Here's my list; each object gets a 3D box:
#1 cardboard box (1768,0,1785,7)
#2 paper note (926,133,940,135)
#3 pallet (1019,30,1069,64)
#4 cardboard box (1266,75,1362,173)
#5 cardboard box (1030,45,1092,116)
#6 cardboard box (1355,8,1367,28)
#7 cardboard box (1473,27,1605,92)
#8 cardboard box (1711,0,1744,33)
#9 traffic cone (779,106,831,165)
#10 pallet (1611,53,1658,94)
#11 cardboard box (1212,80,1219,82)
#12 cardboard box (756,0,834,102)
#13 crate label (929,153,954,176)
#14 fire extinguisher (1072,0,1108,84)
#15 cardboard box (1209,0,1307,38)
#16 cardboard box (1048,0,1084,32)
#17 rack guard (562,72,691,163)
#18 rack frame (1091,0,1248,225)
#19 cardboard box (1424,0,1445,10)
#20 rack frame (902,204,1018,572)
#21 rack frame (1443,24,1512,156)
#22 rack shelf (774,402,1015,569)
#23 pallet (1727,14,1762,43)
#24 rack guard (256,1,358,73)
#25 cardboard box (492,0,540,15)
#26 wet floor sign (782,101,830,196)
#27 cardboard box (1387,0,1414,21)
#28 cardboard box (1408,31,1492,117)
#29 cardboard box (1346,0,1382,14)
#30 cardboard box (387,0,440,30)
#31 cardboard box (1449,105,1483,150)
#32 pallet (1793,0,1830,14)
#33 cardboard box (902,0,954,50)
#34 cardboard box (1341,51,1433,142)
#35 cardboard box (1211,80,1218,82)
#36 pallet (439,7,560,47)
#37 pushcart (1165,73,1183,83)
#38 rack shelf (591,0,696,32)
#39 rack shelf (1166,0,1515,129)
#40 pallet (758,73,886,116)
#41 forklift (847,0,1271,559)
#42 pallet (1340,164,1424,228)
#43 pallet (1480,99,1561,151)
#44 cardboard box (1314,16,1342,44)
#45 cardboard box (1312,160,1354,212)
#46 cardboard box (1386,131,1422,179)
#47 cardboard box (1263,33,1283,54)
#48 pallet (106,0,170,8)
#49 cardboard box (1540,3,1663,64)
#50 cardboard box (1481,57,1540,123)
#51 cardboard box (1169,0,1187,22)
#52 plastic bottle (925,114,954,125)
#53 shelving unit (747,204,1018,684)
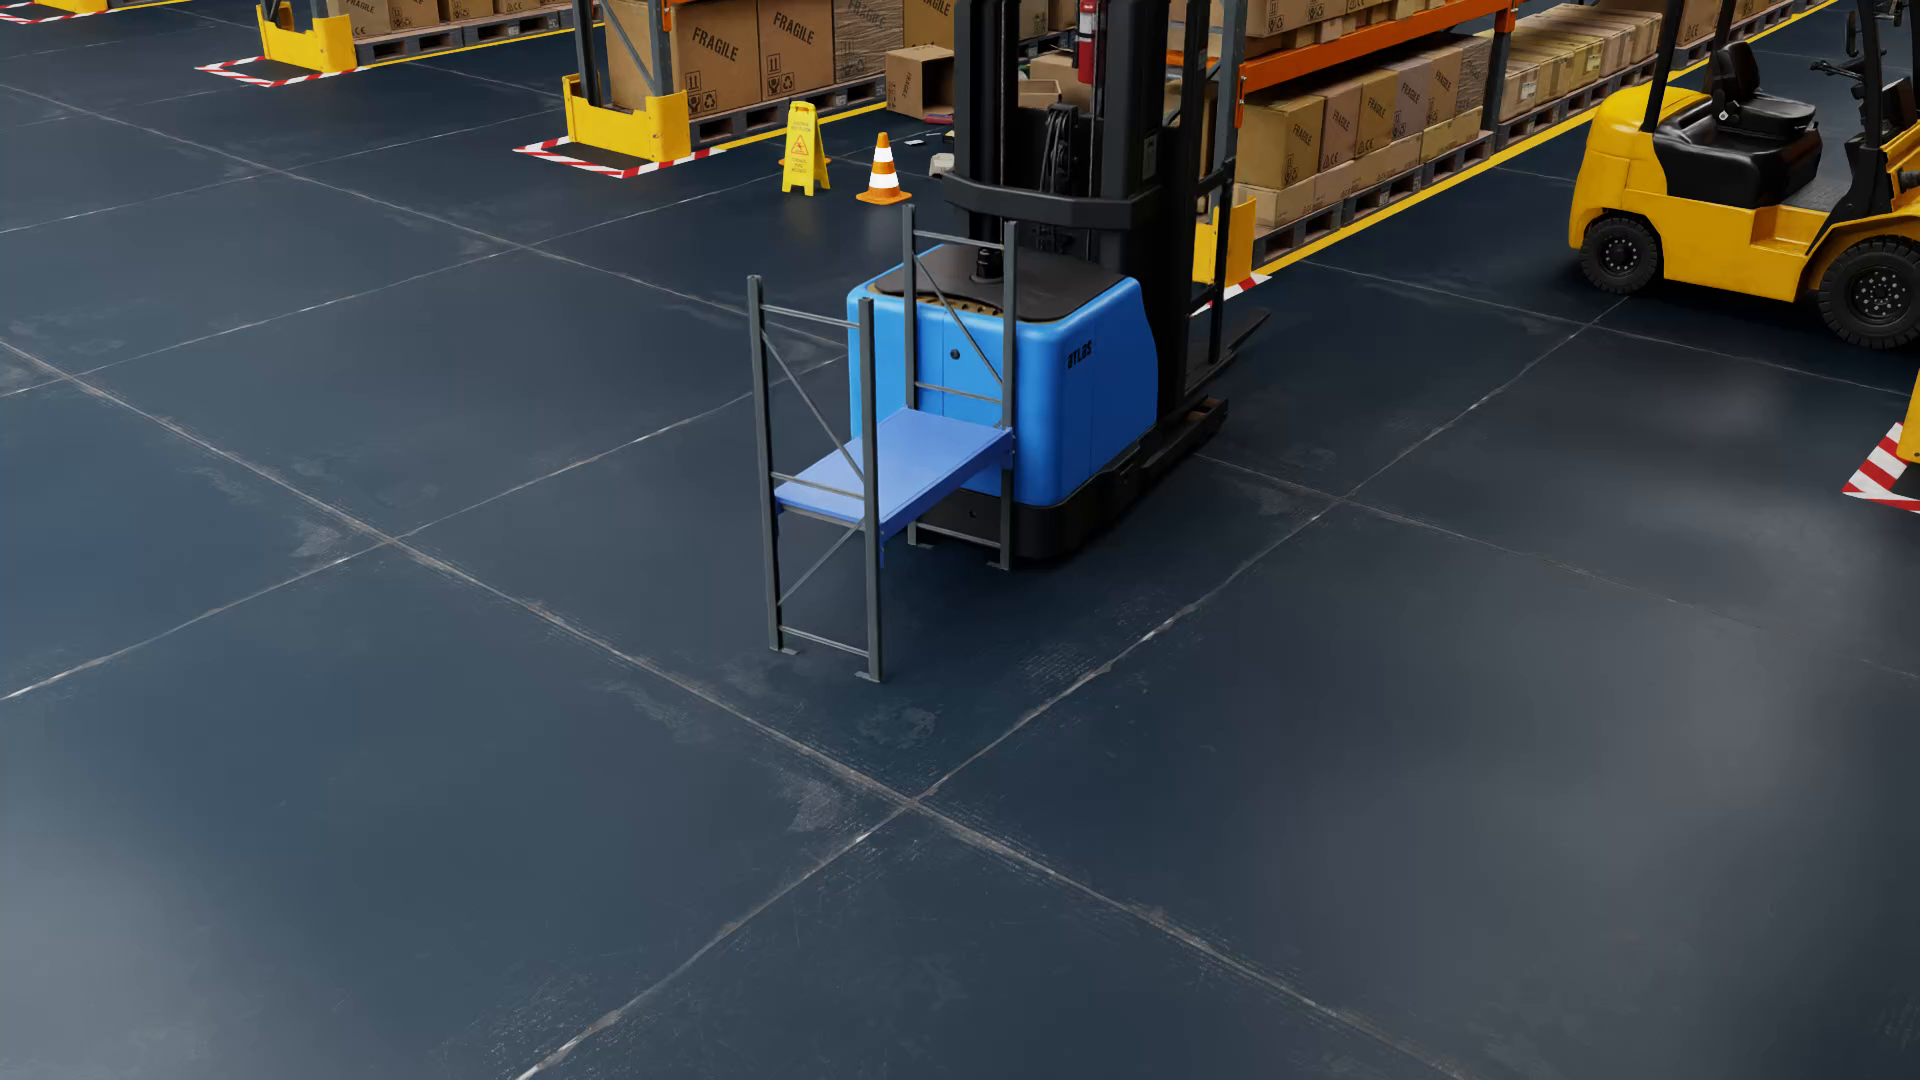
[{"bbox_3d":[8.545,-6.336,18.088,0.875,0.875,0.875,22,35,36],"label":"cardboard box"},{"bbox_3d":[-0.218,-3.344,13.703,0.123,0.001,0.032,-10,29,-18],"label":"paper note"},{"bbox_3d":[0.338,-4.968,16.623,1.003,0.211,1.213,21,34,34],"label":"pallet"},{"bbox_3d":[2.315,-2.780,11.079,0.500,0.500,0.500,19,33,33],"label":"cardboard box"},{"bbox_3d":[0.997,-3.730,13.764,0.797,0.637,0.503,21,34,34],"label":"cardboard box"},{"bbox_3d":[2.459,-3.483,10.992,0.380,0.149,0.250,22,35,36],"label":"cardboard box"},{"bbox_3d":[5.016,-4.209,14.524,0.950,0.372,0.625,22,35,36],"label":"cardboard box"},{"bbox_3d":[7.407,-5.696,16.852,0.875,0.875,0.875,21,34,35],"label":"cardboard box"},{"bbox_3d":[-1.206,-3.139,12.814,0.336,0.463,0.334,21,34,34],"label":"traffic cone"},{"bbox_3d":[5.835,-4.403,15.531,1.003,0.211,1.213,21,34,34],"label":"pallet"},{"bbox_3d":[1.735,-3.178,11.142,0.380,0.149,0.250,22,35,36],"label":"cardboard box"},{"bbox_3d":[-1.701,-4.308,14.168,0.875,0.875,0.875,20,34,34],"label":"cardboard box"},{"bbox_3d":[-0.098,-2.840,12.591,0.250,0.136,0.298,4,28,8],"label":"crate label"},{"bbox_3d":[0.816,-3.141,10.142,0.296,0.674,0.183,21,34,34],"label":"fire extinguisher"},{"bbox_3d":[1.760,-3.345,10.019,0.500,0.500,0.500,20,34,34],"label":"cardboard box"},{"bbox_3d":[0.847,-5.685,16.967,1.050,0.750,0.750,21,34,34],"label":"cardboard box"},{"bbox_3d":[-2.654,-3.374,13.227,1.175,0.500,0.348,21,34,34],"label":"rack guard"},{"bbox_3d":[1.245,-3.082,9.942,1.000,3.000,0.127,21,34,34],"label":"rack frame"},{"bbox_3d":[3.176,-3.824,11.651,0.380,0.149,0.250,20,34,34],"label":"cardboard box"},{"bbox_3d":[-0.003,-0.596,6.769,0.500,1.500,0.032,15,31,26],"label":"rack frame"},{"bbox_3d":[3.789,-4.500,12.684,1.000,3.000,0.127,21,34,34],"label":"rack frame"},{"bbox_3d":[-0.257,-0.234,6.461,0.538,0.185,1.000,15,31,26],"label":"rack shelf"},{"bbox_3d":[7.669,-5.368,17.396,1.003,0.211,1.213,21,34,34],"label":"pallet"},{"bbox_3d":[-6.354,-4.895,16.167,1.175,0.500,0.348,21,34,34],"label":"rack guard"},{"bbox_3d":[-4.836,-5.894,17.642,0.500,0.500,0.500,17,32,30],"label":"cardboard box"},{"bbox_3d":[-1.130,-2.858,12.072,0.267,0.644,0.232,15,31,26],"label":"wet floor sign"},{"bbox_3d":[2.855,-3.640,11.296,0.380,0.149,0.250,21,34,35],"label":"cardboard box"},{"bbox_3d":[3.620,-3.510,12.490,0.500,0.500,0.500,20,34,34],"label":"cardboard box"},{"bbox_3d":[2.410,-3.711,10.726,0.500,0.500,0.500,20,33,33],"label":"cardboard box"},{"bbox_3d":[-5.638,-5.493,16.866,0.500,0.500,0.500,-18,32,-31],"label":"cardboard box"},{"bbox_3d":[3.620,-3.177,12.662,0.500,0.250,0.500,23,35,37],"label":"cardboard box"},{"bbox_3d":[9.422,-6.344,19.284,1.003,0.211,1.213,21,34,34],"label":"pallet"},{"bbox_3d":[-0.549,-4.951,15.411,0.875,0.875,0.875,21,34,35],"label":"cardboard box"},{"bbox_3d":[2.974,-3.148,11.790,0.500,0.500,0.500,23,35,37],"label":"cardboard box"},{"bbox_3d":[1.883,-2.926,11.361,0.500,0.500,0.500,22,35,36],"label":"cardboard box"},{"bbox_3d":[-5.033,-5.475,17.603,1.003,0.211,1.213,21,34,34],"label":"pallet"},{"bbox_3d":[1.998,-3.984,14.540,1.648,0.377,0.936,9,29,17],"label":"pushcart"},{"bbox_3d":[-1.367,-4.882,14.206,1.077,0.370,4.000,21,34,34],"label":"rack shelf"},{"bbox_3d":[2.517,-3.471,11.478,1.077,0.370,4.000,21,34,34],"label":"rack shelf"},{"bbox_3d":[-1.415,-3.991,14.735,1.003,0.211,1.213,21,34,34],"label":"pallet"},{"bbox_3d":[0.683,-1.862,7.659,1.130,2.935,3.031,15,31,26],"label":"forklift"},{"bbox_3d":[2.613,-2.578,12.004,1.003,0.211,1.213,21,34,34],"label":"pallet"},{"bbox_3d":[4.283,-3.538,13.859,1.003,0.211,1.213,21,34,34],"label":"pallet"},{"bbox_3d":[2.198,-3.271,10.581,0.380,0.149,0.250,21,34,35],"label":"cardboard box"},{"bbox_3d":[2.302,-2.431,11.220,0.500,0.250,0.500,22,35,36],"label":"cardboard box"},{"bbox_3d":[2.962,-2.806,11.946,0.500,0.250,0.500,21,34,35],"label":"cardboard box"},{"bbox_3d":[1.770,-3.124,10.297,0.380,0.149,0.250,21,34,35],"label":"cardboard box"},{"bbox_3d":[-9.691,-6.514,19.612,1.003,0.211,1.213,21,34,34],"label":"pallet"},{"bbox_3d":[5.966,-4.740,15.551,0.950,0.372,0.625,18,32,31],"label":"cardboard box"},{"bbox_3d":[4.121,-3.706,13.552,0.950,0.372,0.625,21,34,35],"label":"cardboard box"},{"bbox_3d":[1.377,-3.531,10.379,0.500,0.500,0.500,20,33,34],"label":"cardboard box"},{"bbox_3d":[-0.142,-3.551,14.048,0.283,0.061,0.133,9,29,17],"label":"plastic bottle"},{"bbox_3d":[-0.257,-0.393,6.378,0.538,1.500,1.048,15,31,26],"label":"shelving unit"}]
